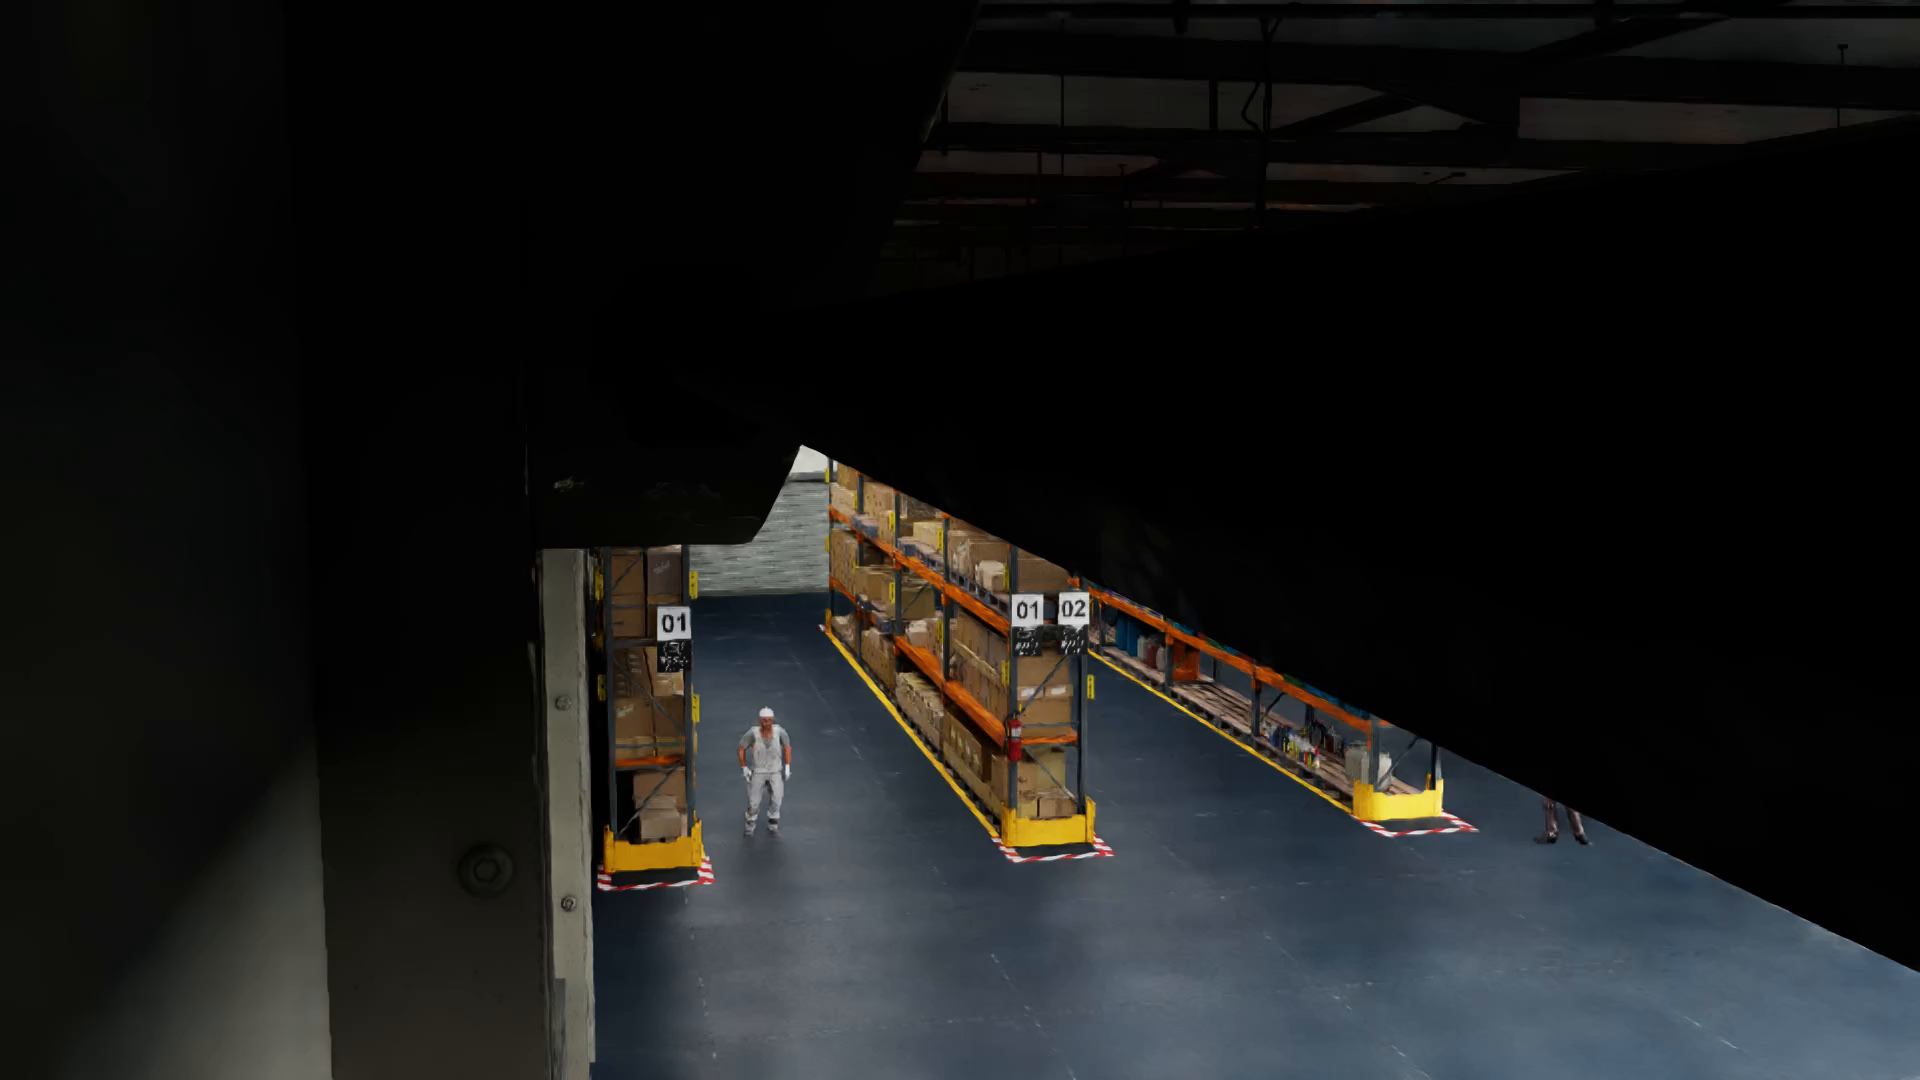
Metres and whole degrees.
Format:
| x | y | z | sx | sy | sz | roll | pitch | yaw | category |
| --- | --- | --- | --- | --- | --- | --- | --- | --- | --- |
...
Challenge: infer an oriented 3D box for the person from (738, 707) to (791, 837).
| x | y | z | sx | sy | sz | roll | pitch | yaw | category |
| --- | --- | --- | --- | --- | --- | --- | --- | --- | --- |
| -2.482 | 2.963 | 21.215 | 0.677 | 1.742 | 0.552 | -2 | 7 | -14 | person |

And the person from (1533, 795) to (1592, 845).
| x | y | z | sx | sy | sz | roll | pitch | yaw | category |
| --- | --- | --- | --- | --- | --- | --- | --- | --- | --- |
| 7.646 | 2.997 | 21.022 | 0.475 | 1.718 | 0.708 | -6 | 9 | -39 | person |
